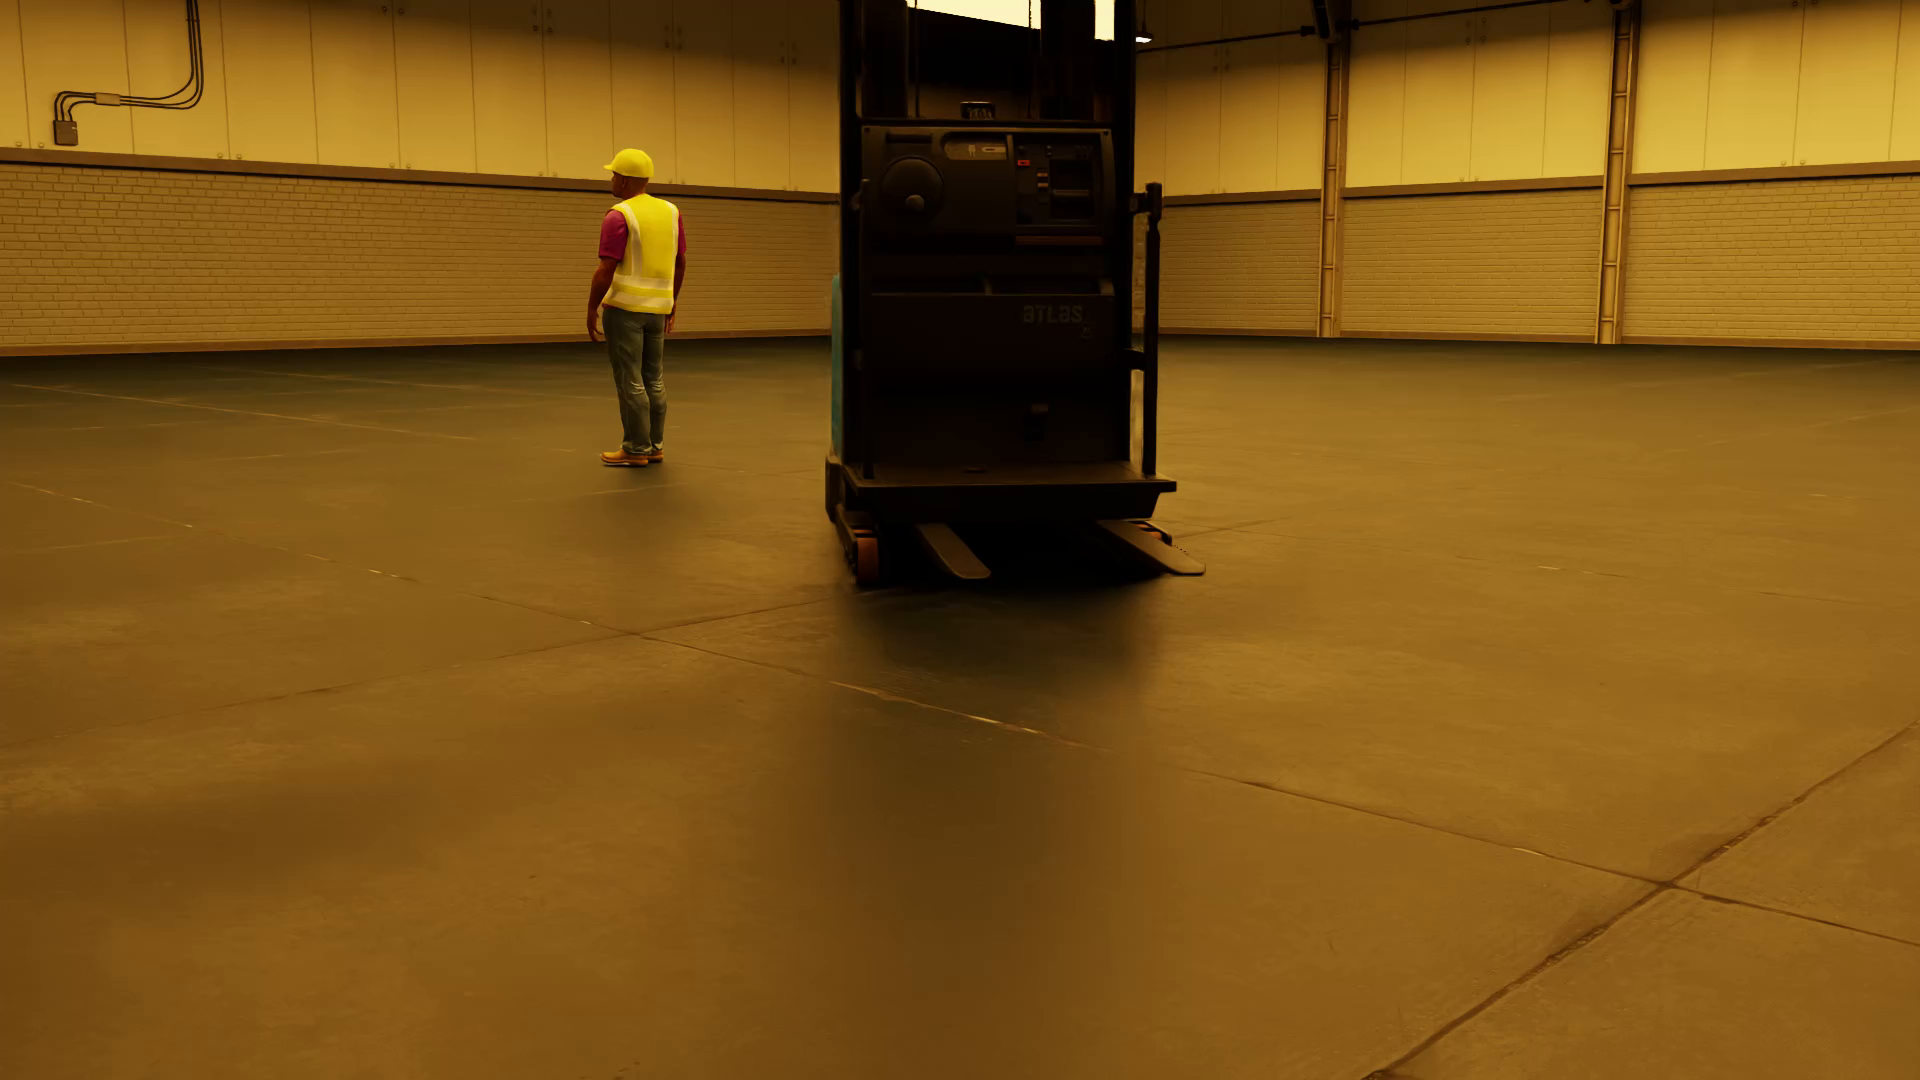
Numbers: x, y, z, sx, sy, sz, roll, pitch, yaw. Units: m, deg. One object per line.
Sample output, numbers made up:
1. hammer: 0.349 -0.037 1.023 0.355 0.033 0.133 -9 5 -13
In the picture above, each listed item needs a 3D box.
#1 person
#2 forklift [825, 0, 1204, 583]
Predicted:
1. person: -1.890 -1.311 9.443 0.576 1.767 0.665 6 10 35
2. forklift: 0.135 -1.353 5.862 1.130 2.935 3.031 -1 9 -8
